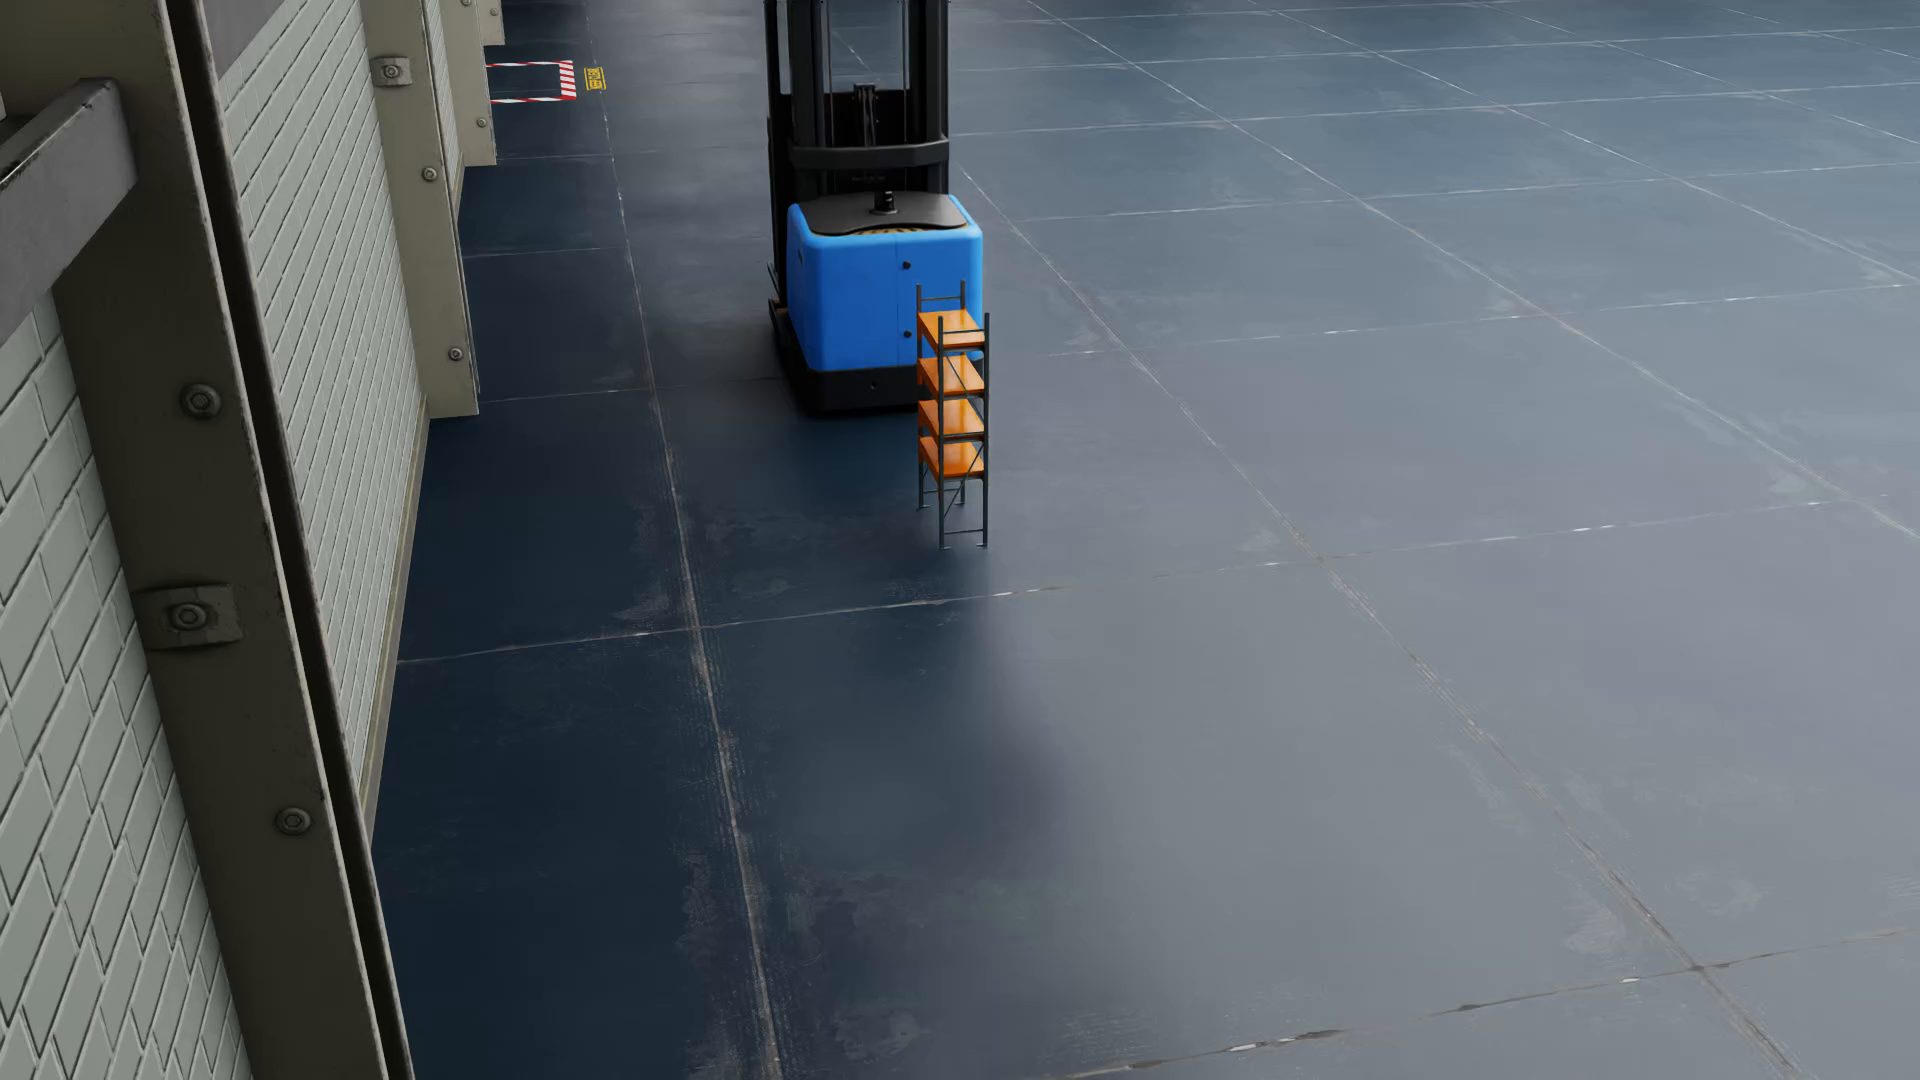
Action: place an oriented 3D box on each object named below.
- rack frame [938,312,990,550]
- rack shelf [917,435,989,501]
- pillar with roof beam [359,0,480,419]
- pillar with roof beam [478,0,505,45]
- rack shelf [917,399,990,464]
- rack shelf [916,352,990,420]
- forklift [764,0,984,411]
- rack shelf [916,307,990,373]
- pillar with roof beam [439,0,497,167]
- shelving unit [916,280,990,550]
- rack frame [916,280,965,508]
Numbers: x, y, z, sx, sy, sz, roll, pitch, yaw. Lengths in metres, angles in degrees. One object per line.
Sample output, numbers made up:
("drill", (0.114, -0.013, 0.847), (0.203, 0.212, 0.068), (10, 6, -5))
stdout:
("rack frame", (0.018, -0.501, 7.911), (0.240, 1.200, 0.015), (-6, 27, -12))
("rack shelf", (-0.037, -0.371, 8.243), (0.258, 0.148, 0.480), (-6, 27, -12))
("pillar with roof beam", (1.190, -5.257, 8.678), (9.100, 9.000, 0.400), (-6, 27, -12))
("pillar with roof beam", (-1.515, -10.525, 19.115), (9.100, 9.000, 0.400), (-6, 27, -12))
("rack shelf", (-0.037, -0.548, 8.154), (0.258, 0.148, 0.480), (-6, 27, -12))
("rack shelf", (-0.037, -0.748, 8.053), (0.258, 0.148, 0.480), (-6, 27, -12))
("forklift", (-0.664, -2.695, 10.336), (1.130, 2.935, 3.031), (-5, 27, -11))
("rack shelf", (-0.037, -0.959, 7.947), (0.258, 0.148, 0.480), (-6, 27, -12))
("pillar with roof beam", (-0.162, -7.891, 13.897), (9.100, 9.000, 0.400), (-6, 27, -12))
("shelving unit", (-0.037, -0.608, 8.124), (0.258, 1.200, 0.503), (-6, 27, -12))
("rack frame", (-0.092, -0.715, 8.336), (0.240, 1.200, 0.015), (-6, 27, -12))
